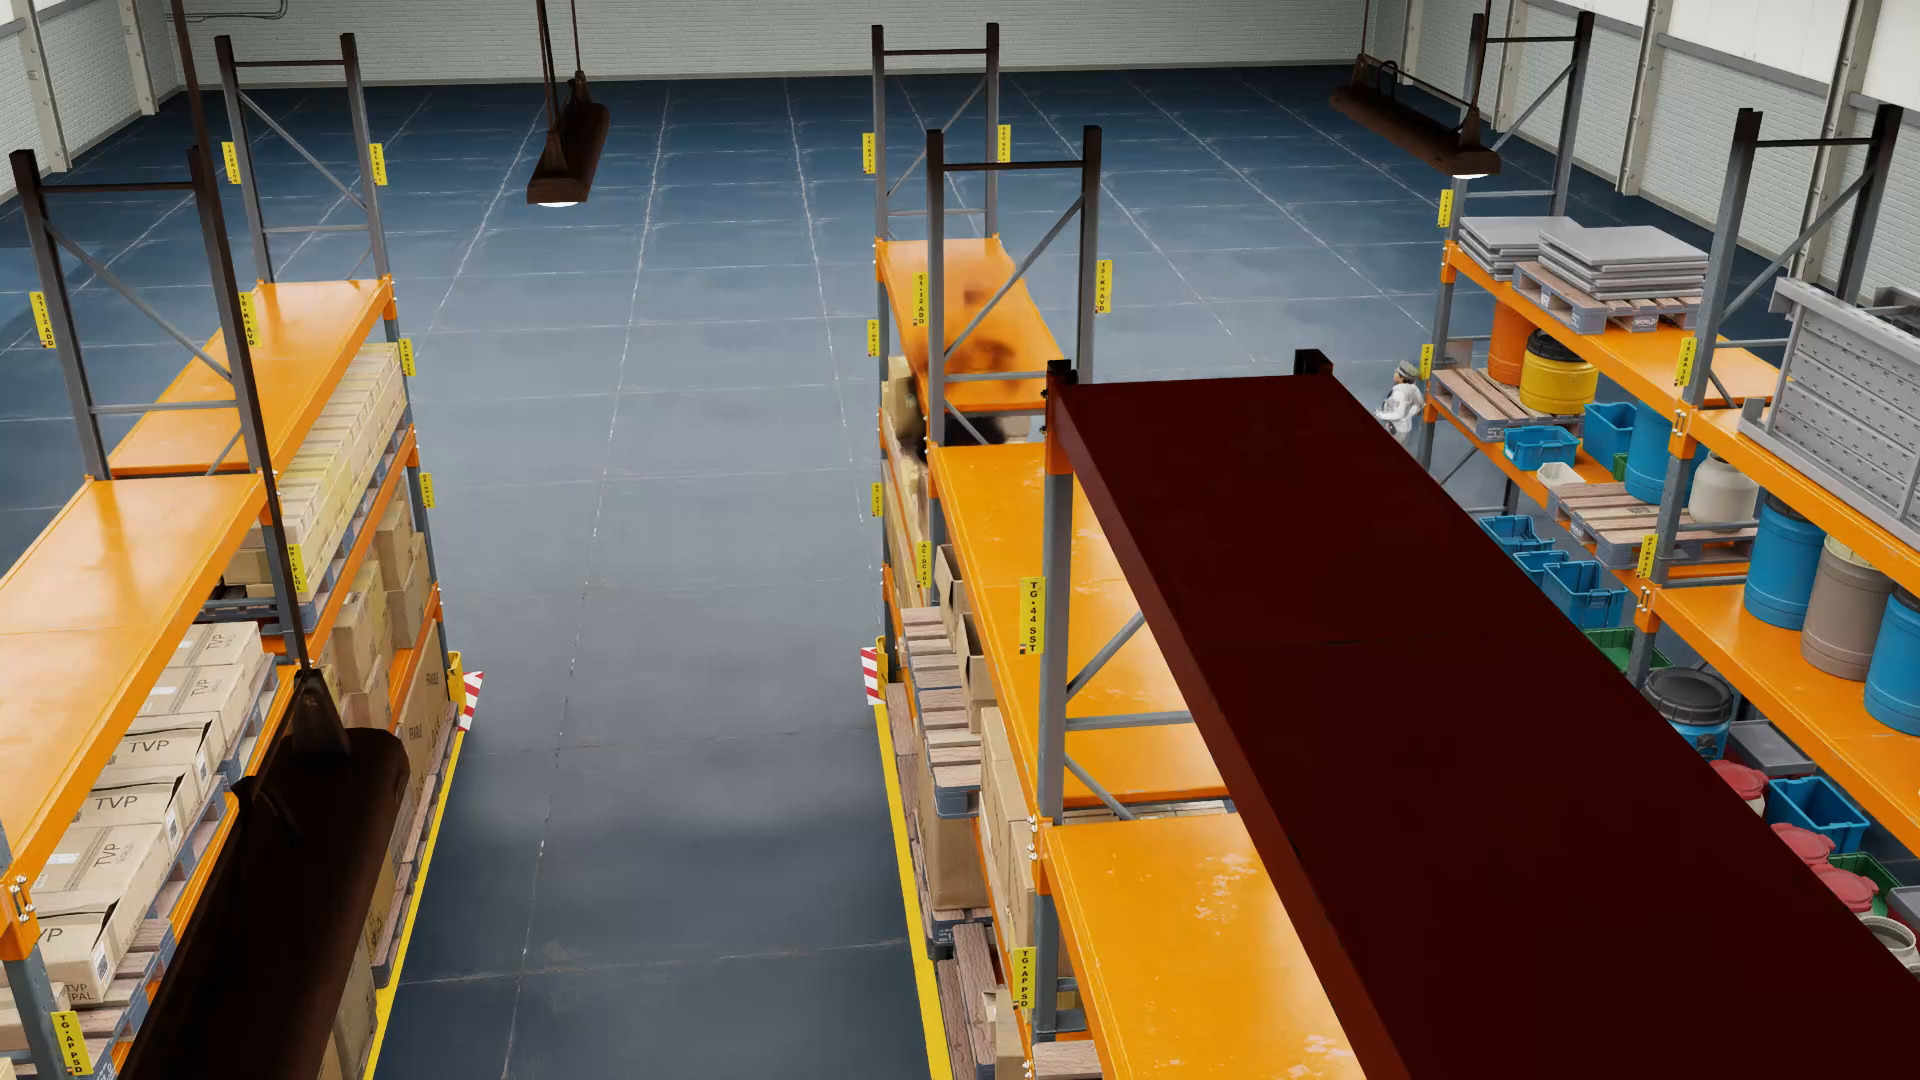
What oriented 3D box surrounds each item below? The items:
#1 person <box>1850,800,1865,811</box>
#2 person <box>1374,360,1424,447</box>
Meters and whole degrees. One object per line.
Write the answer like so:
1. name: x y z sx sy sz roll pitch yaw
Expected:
1. person: 7.183 1.400 13.527 0.640 1.735 0.967 -10 27 -19
2. person: 5.065 -1.232 19.147 0.810 1.705 0.607 12 28 23
